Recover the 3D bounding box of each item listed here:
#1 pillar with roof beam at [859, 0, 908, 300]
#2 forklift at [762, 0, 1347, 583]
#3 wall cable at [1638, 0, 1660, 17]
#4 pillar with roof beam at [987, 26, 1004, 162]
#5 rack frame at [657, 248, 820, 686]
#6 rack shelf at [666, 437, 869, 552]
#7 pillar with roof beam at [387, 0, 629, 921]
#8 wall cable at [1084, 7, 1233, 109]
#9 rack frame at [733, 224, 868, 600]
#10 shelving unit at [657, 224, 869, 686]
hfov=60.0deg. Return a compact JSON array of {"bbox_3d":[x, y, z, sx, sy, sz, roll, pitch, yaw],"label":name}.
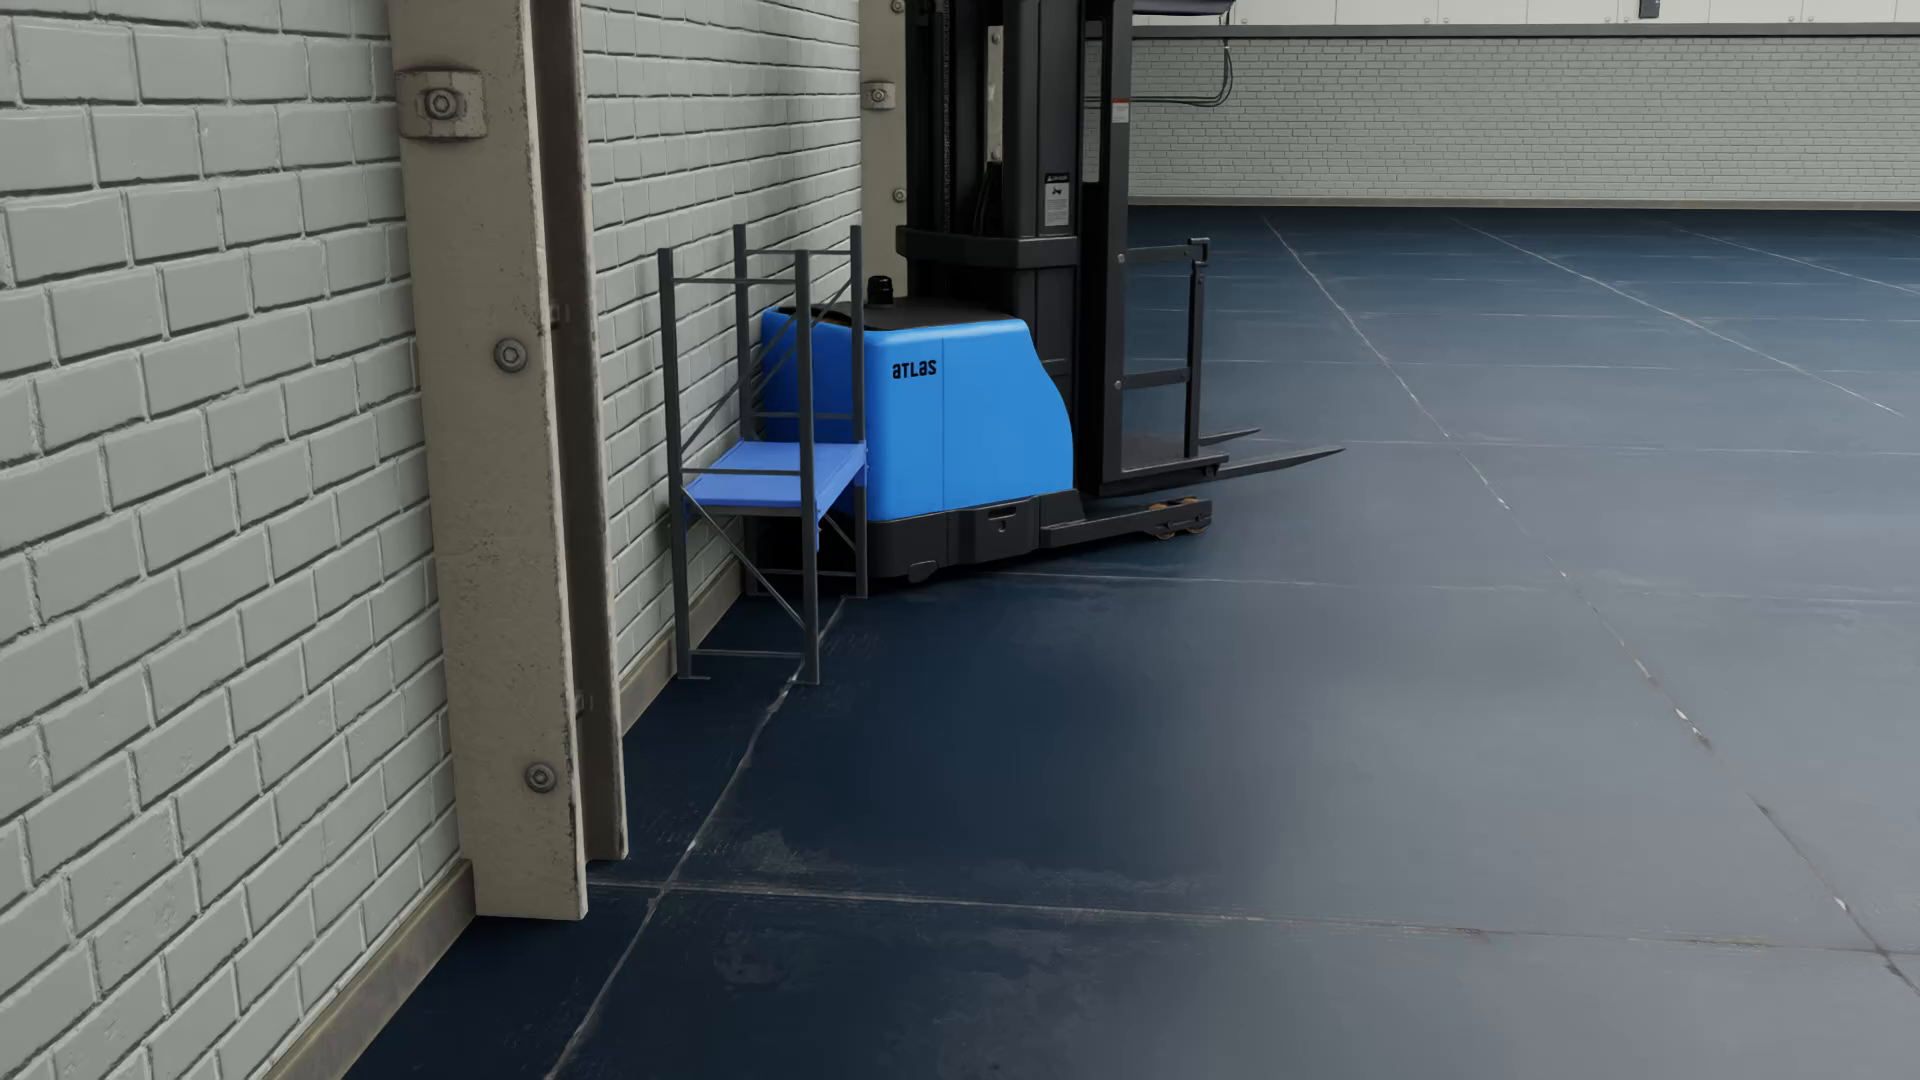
[{"bbox_3d":[3.878,-4.880,8.468,9.100,9.000,0.400,2,15,6],"label":"pillar with roof beam"},{"bbox_3d":[0.568,-1.516,7.655,3.031,2.935,1.130,-11,18,-34],"label":"forklift"},{"bbox_3d":[12.709,-11.758,27.391,2.305,6.003,0.169,2,15,6],"label":"wall cable"},{"bbox_3d":[4.555,-6.436,14.223,9.100,9.000,0.400,2,15,6],"label":"pillar with roof beam"},{"bbox_3d":[-0.741,-0.227,5.628,0.500,1.500,0.032,2,15,6],"label":"rack frame"},{"bbox_3d":[-0.684,-0.185,6.162,0.538,0.185,1.000,2,15,6],"label":"rack shelf"},{"bbox_3d":[3.201,-3.323,2.713,9.100,9.000,0.400,2,15,6],"label":"pillar with roof beam"},{"bbox_3d":[3.278,-8.901,29.289,3.097,2.526,0.112,2,15,6],"label":"wall cable"},{"bbox_3d":[-0.626,-0.491,6.603,0.500,1.500,0.032,2,15,6],"label":"rack frame"},{"bbox_3d":[-0.684,-0.359,6.115,0.538,1.500,1.048,2,15,6],"label":"shelving unit"}]
